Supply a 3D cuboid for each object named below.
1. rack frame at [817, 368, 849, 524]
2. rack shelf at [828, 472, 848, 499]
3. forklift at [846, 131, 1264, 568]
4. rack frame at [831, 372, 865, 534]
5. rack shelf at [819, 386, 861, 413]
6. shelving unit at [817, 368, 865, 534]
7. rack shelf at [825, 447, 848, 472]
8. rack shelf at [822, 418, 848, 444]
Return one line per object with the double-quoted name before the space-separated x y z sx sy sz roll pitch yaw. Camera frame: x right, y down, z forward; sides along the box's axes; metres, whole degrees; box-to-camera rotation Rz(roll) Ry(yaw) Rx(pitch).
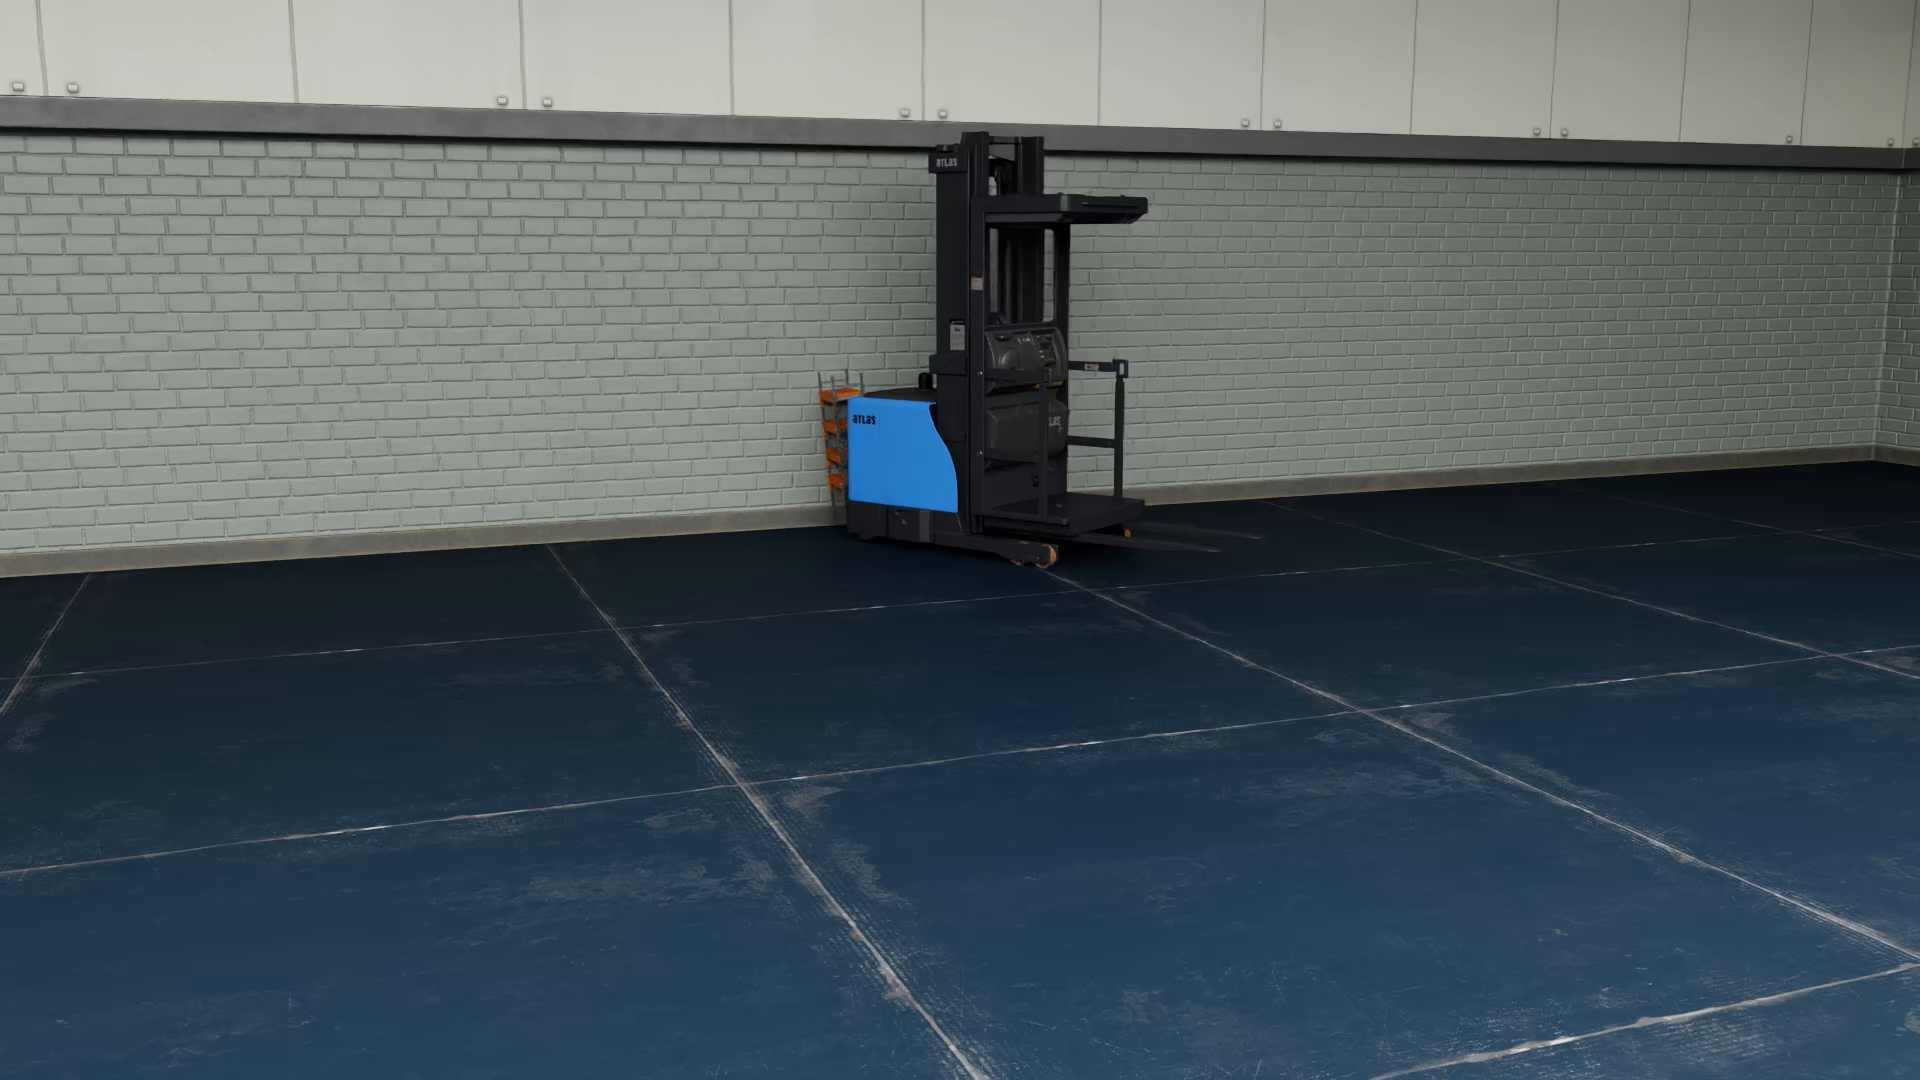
"rack frame" -0.931 -0.728 12.989 0.240 1.200 0.015 -9 11 -15
"rack shelf" -0.836 -0.430 12.808 0.258 0.148 0.480 -9 11 -15
"forklift" 0.642 -1.354 11.665 3.031 2.935 1.130 7 12 36
"rack frame" -0.791 -0.652 12.527 0.240 1.200 0.015 -9 11 -15
"rack shelf" -0.898 -1.074 12.683 0.258 0.148 0.480 -9 11 -15
"shelving unit" -0.861 -0.690 12.758 0.258 1.200 0.503 -9 11 -15
"rack shelf" -0.855 -0.624 12.771 0.258 0.148 0.480 -9 11 -15
"rack shelf" -0.876 -0.842 12.728 0.258 0.148 0.480 -9 11 -15
